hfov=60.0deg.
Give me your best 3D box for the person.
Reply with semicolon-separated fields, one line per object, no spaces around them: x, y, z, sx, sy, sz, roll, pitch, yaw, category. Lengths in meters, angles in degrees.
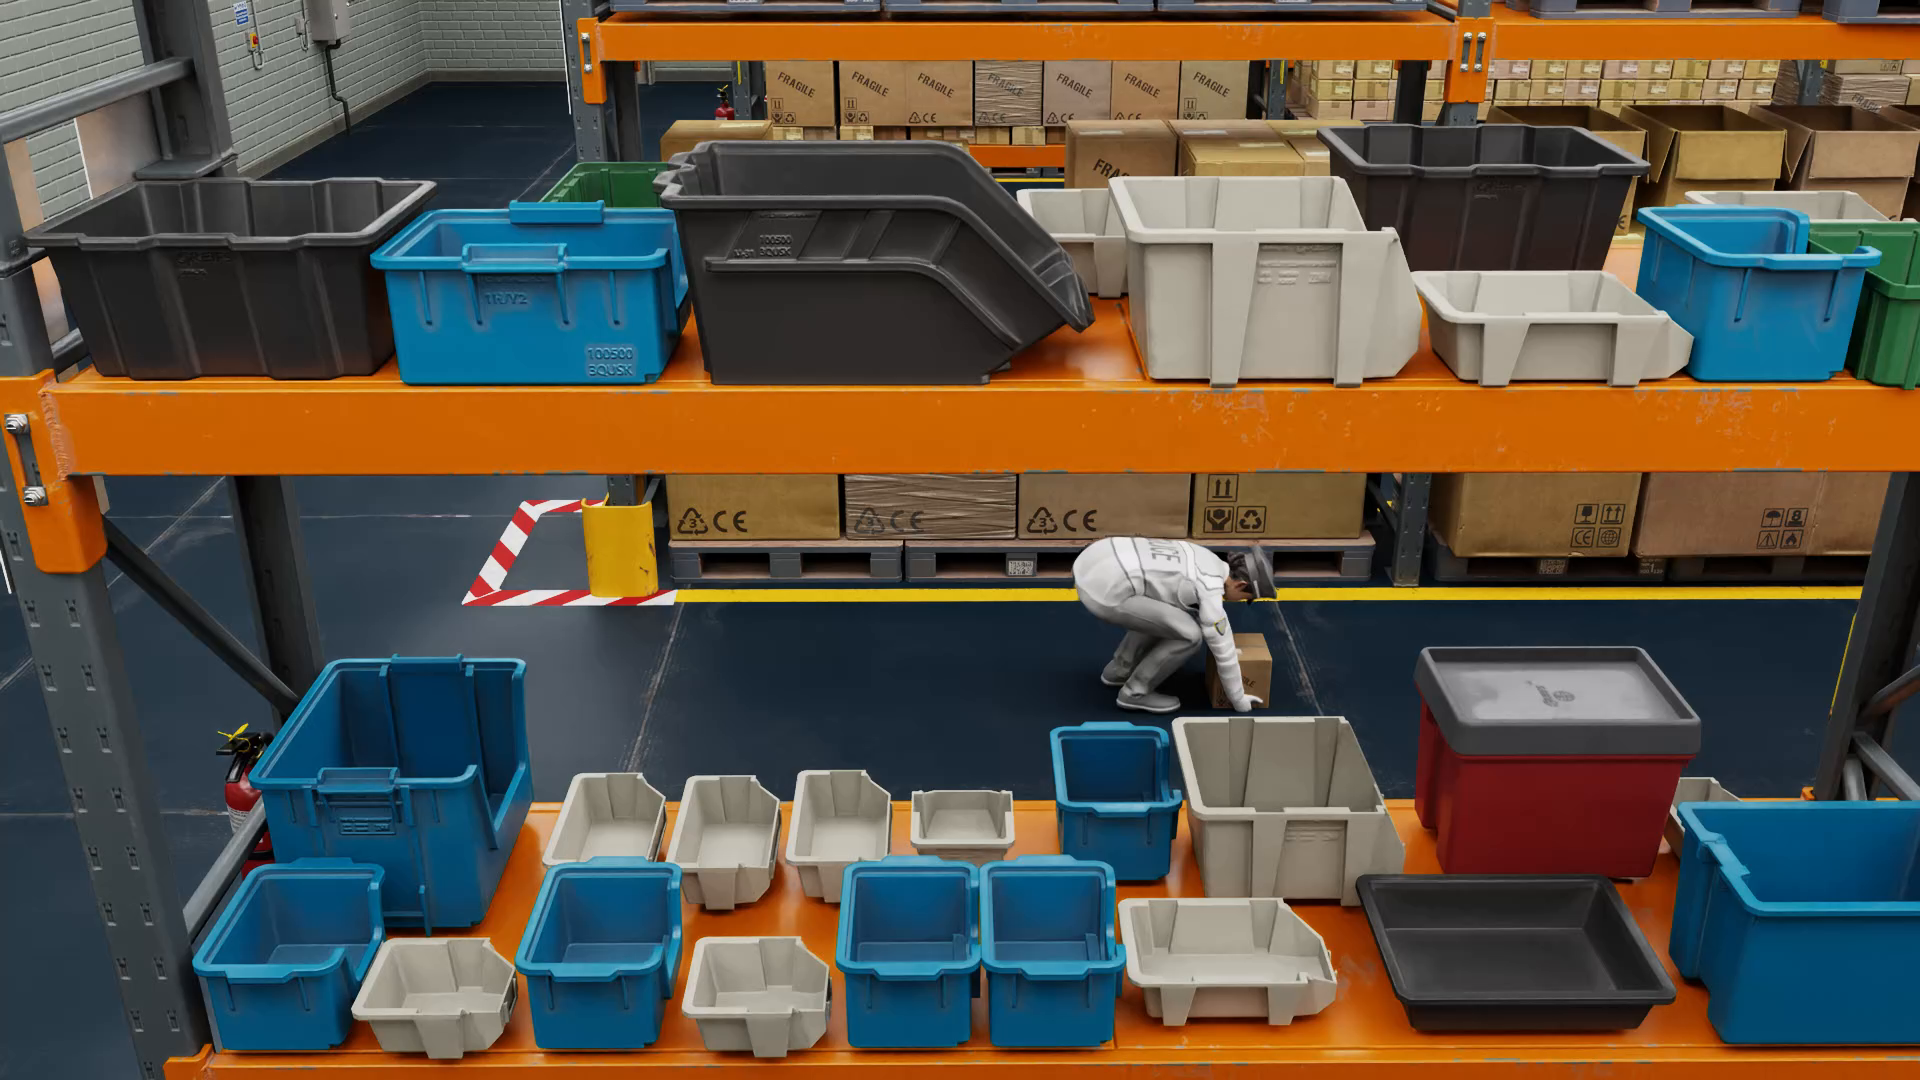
0.952;0.362;7.408;0.910;0.783;0.456;-1;24;-2;person
